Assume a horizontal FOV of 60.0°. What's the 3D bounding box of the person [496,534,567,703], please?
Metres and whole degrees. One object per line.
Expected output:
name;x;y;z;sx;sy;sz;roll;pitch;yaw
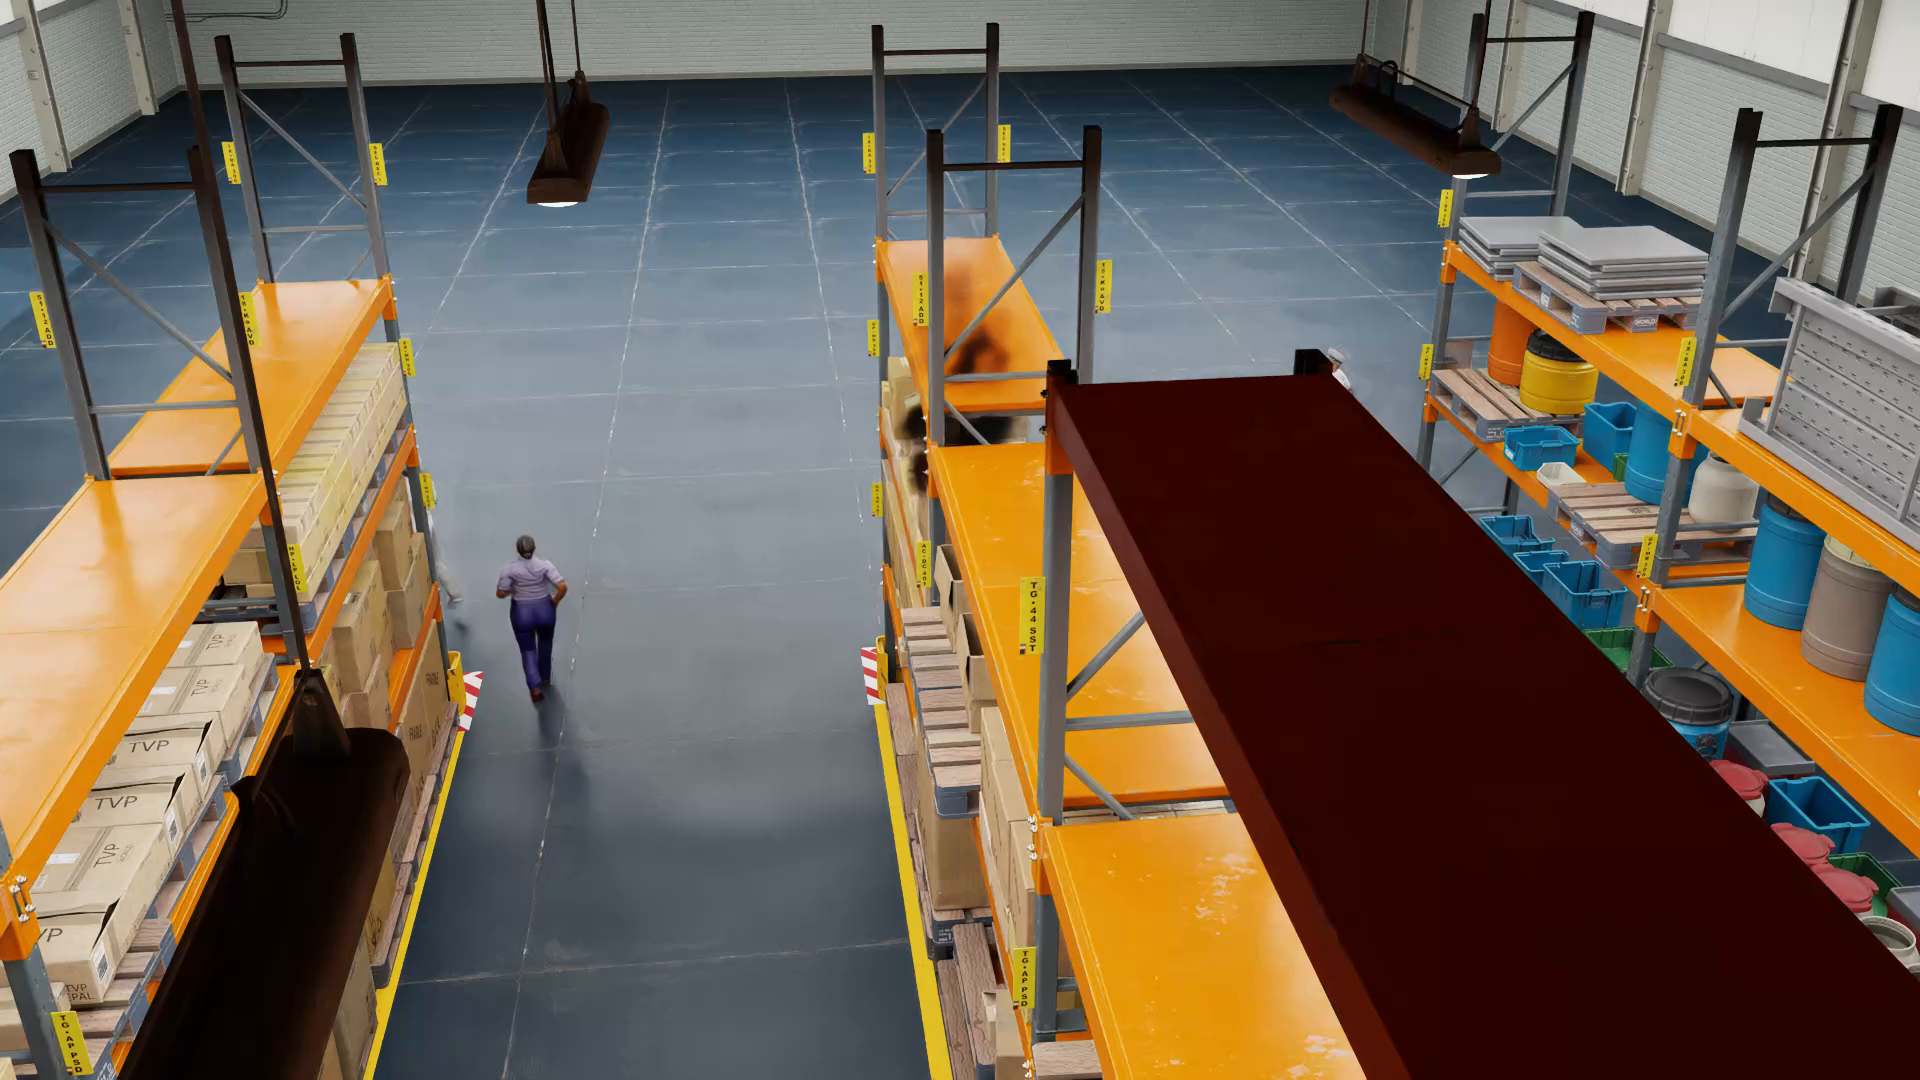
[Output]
person;-3.869;0.707;15.120;0.611;1.650;0.849;-9;27;-18

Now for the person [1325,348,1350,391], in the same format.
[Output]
person;4.248;-1.398;19.380;0.901;1.752;0.674;8;27;16

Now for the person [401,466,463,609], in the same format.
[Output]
person;-5.434;-0.048;16.648;0.586;1.740;0.901;-22;33;-38
